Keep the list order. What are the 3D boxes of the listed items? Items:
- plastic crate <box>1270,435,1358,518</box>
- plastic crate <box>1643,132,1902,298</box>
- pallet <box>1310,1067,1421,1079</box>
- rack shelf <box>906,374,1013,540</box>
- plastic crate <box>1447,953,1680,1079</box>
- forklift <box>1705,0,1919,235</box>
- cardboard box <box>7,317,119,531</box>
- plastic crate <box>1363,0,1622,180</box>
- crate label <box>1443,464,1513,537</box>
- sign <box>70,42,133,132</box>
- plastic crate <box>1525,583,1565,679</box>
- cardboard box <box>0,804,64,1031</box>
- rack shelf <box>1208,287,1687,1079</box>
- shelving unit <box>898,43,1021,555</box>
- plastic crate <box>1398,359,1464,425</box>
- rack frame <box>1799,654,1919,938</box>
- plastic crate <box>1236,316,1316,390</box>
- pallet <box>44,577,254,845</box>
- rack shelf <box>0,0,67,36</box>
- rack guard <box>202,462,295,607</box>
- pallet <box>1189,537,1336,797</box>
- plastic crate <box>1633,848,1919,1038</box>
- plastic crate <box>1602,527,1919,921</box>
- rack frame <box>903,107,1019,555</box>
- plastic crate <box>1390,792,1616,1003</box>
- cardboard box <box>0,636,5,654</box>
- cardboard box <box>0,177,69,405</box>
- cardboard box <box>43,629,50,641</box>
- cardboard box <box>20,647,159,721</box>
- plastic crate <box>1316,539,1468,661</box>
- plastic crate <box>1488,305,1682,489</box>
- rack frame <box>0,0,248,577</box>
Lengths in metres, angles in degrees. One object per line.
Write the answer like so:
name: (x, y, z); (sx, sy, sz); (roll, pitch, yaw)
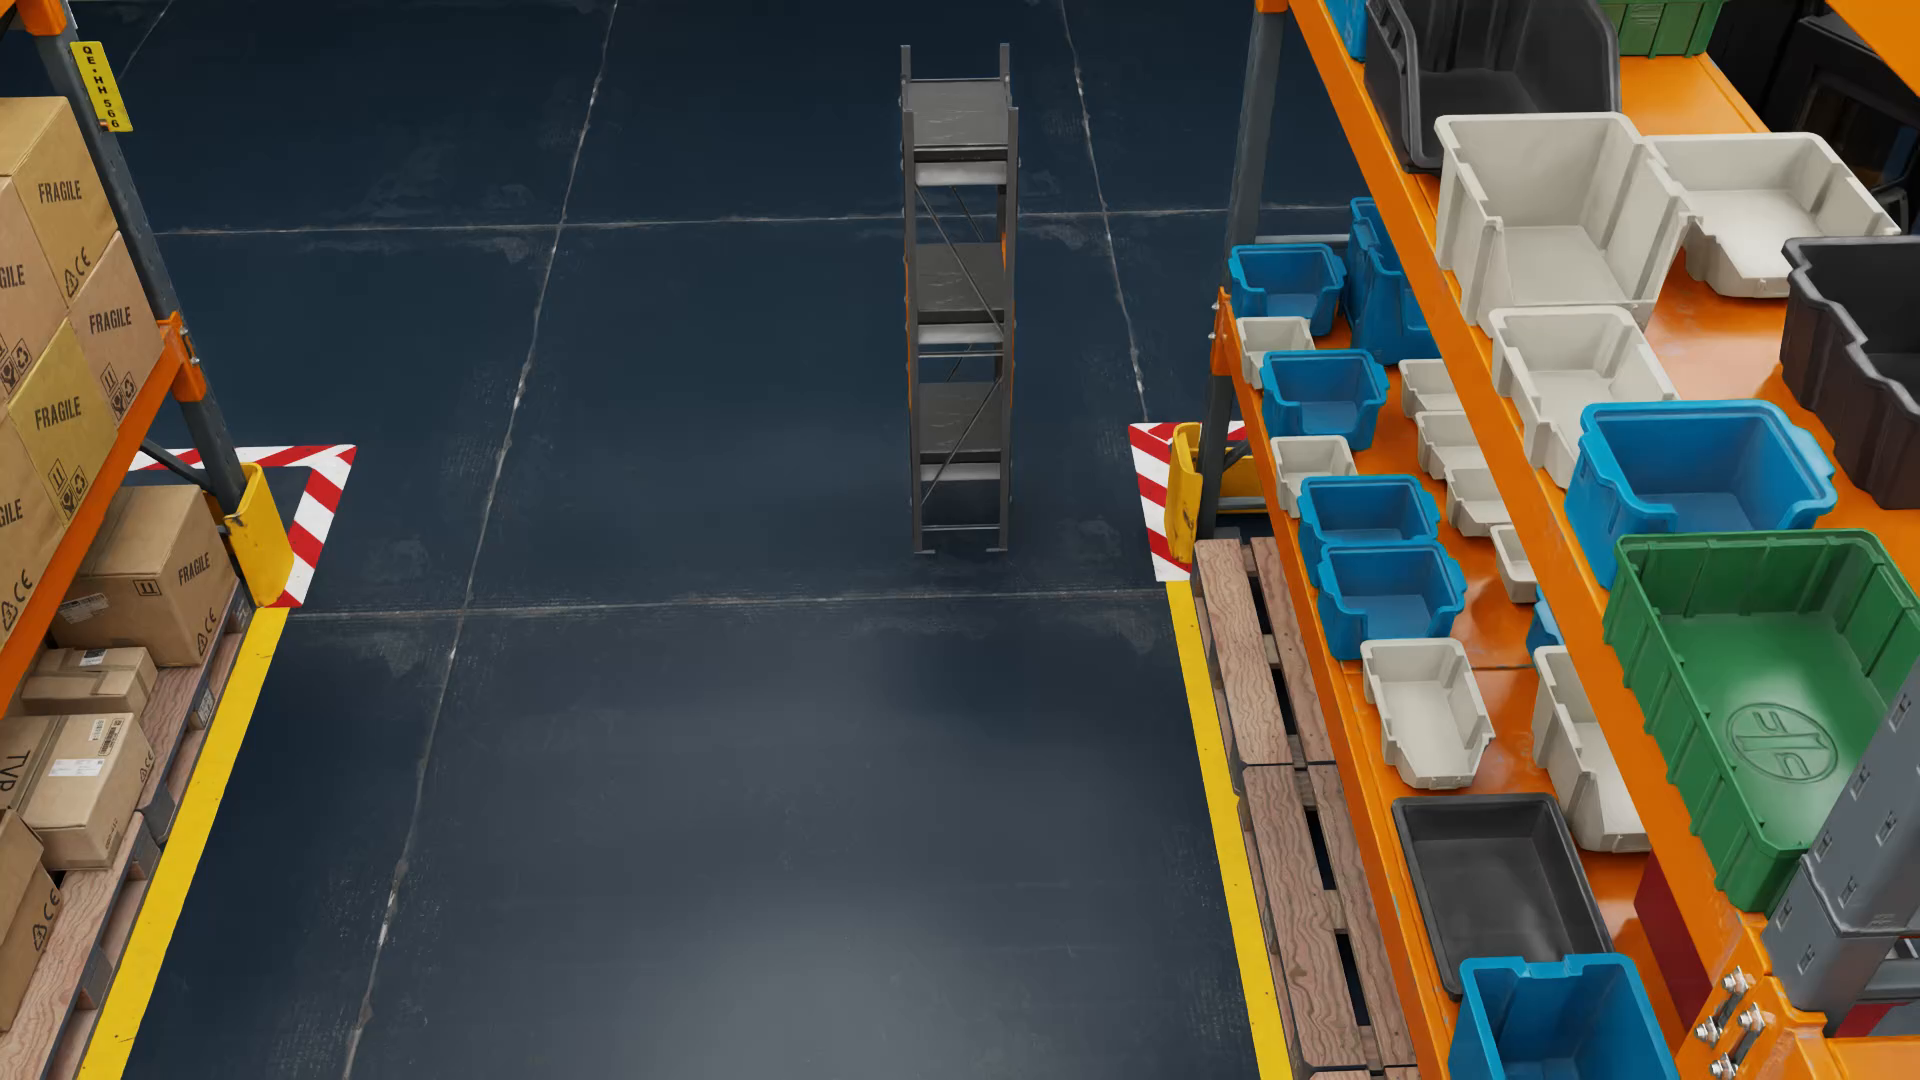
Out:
plastic crate: (1.144, -0.190, 5.388); (0.250, 0.136, 0.298); (-2, 43, -2)
plastic crate: (1.838, -0.739, 3.811); (0.437, 0.136, 0.530); (-2, 43, -2)
pallet: (1.603, 2.115, 4.786); (1.003, 0.211, 1.213); (-2, 43, -2)
rack shelf: (-0.007, -0.360, 7.145); (0.431, 0.518, 0.480); (-2, 43, -2)
plastic crate: (1.312, 1.261, 3.622); (0.392, 0.384, 0.575); (-2, 43, -2)
forklift: (3.348, -0.944, 6.110); (1.130, 2.935, 3.031); (-22, 47, -22)
cardboard box: (-3.130, -0.371, 5.360); (0.500, 0.500, 0.500); (-1, 43, -1)
plastic crate: (1.293, -1.162, 4.124); (0.504, 0.338, 0.767); (-2, 43, -2)
crate label: (1.752, -0.114, 5.306); (0.396, 0.136, 0.243); (-2, 43, -2)
sign: (-2.891, -1.524, 5.602); (0.100, 0.325, 0.005); (-2, 43, -2)
plastic crate: (1.846, 0.301, 4.782); (0.416, 0.233, 0.300); (-2, 43, -2)
cardboard box: (-3.361, 1.212, 5.230); (0.797, 0.503, 0.637); (-2, 43, -2)
rack shelf: (1.588, 0.497, 5.020); (1.077, 0.370, 4.000); (-2, 43, -2)
shelving unit: (-0.007, -0.886, 6.662); (0.431, 2.100, 0.503); (-2, 43, -2)
plastic crate: (1.718, -0.498, 5.724); (0.396, 0.136, 0.243); (-2, 43, -2)
rack frame: (1.673, -0.629, 1.277); (1.000, 3.000, 0.127); (-2, 43, -2)
plastic crate: (1.115, -0.648, 5.888); (0.250, 0.136, 0.298); (-2, 43, -2)
pallet: (-3.408, 0.639, 6.397); (1.003, 0.211, 1.213); (-2, 43, -2)
rack shelf: (-3.361, -0.469, 3.854); (1.077, 0.370, 4.000); (-2, 43, -2)
rack guard: (-3.443, -0.006, 6.886); (1.175, 0.500, 0.348); (-2, 43, -2)
pallet: (1.499, 0.468, 6.584); (1.003, 0.211, 1.213); (-2, 43, -2)
plastic crate: (1.885, 0.927, 3.927); (0.402, 0.464, 0.583); (-2, 43, -2)
plastic crate: (1.353, 0.277, 2.665); (0.450, 0.188, 0.662); (-2, 43, -2)
rack frame: (0.003, -0.721, 6.483); (0.400, 2.100, 0.015); (-2, 43, -2)
plastic crate: (1.357, 0.914, 4.193); (0.437, 0.125, 0.590); (-2, 43, -2)
cardboard box: (-3.093, 0.306, 4.622); (0.500, 0.500, 0.500); (-2, 43, -2)
cardboard box: (-3.130, -0.750, 5.035); (0.500, 0.500, 0.500); (-1, 43, -1)
cardboard box: (-3.761, 0.365, 6.403); (0.380, 0.166, 0.250); (-2, 43, -2)
cardboard box: (-3.250, 0.540, 6.212); (0.380, 0.166, 0.250); (-2, 43, -2)
plastic crate: (1.253, 0.189, 4.903); (0.416, 0.233, 0.300); (-2, 43, -2)
plastic crate: (1.238, -0.274, 3.304); (0.293, 0.136, 0.466); (-2, 43, -2)
rack frame: (-3.446, -0.979, 6.098); (1.000, 3.000, 0.127); (-2, 43, -2)
